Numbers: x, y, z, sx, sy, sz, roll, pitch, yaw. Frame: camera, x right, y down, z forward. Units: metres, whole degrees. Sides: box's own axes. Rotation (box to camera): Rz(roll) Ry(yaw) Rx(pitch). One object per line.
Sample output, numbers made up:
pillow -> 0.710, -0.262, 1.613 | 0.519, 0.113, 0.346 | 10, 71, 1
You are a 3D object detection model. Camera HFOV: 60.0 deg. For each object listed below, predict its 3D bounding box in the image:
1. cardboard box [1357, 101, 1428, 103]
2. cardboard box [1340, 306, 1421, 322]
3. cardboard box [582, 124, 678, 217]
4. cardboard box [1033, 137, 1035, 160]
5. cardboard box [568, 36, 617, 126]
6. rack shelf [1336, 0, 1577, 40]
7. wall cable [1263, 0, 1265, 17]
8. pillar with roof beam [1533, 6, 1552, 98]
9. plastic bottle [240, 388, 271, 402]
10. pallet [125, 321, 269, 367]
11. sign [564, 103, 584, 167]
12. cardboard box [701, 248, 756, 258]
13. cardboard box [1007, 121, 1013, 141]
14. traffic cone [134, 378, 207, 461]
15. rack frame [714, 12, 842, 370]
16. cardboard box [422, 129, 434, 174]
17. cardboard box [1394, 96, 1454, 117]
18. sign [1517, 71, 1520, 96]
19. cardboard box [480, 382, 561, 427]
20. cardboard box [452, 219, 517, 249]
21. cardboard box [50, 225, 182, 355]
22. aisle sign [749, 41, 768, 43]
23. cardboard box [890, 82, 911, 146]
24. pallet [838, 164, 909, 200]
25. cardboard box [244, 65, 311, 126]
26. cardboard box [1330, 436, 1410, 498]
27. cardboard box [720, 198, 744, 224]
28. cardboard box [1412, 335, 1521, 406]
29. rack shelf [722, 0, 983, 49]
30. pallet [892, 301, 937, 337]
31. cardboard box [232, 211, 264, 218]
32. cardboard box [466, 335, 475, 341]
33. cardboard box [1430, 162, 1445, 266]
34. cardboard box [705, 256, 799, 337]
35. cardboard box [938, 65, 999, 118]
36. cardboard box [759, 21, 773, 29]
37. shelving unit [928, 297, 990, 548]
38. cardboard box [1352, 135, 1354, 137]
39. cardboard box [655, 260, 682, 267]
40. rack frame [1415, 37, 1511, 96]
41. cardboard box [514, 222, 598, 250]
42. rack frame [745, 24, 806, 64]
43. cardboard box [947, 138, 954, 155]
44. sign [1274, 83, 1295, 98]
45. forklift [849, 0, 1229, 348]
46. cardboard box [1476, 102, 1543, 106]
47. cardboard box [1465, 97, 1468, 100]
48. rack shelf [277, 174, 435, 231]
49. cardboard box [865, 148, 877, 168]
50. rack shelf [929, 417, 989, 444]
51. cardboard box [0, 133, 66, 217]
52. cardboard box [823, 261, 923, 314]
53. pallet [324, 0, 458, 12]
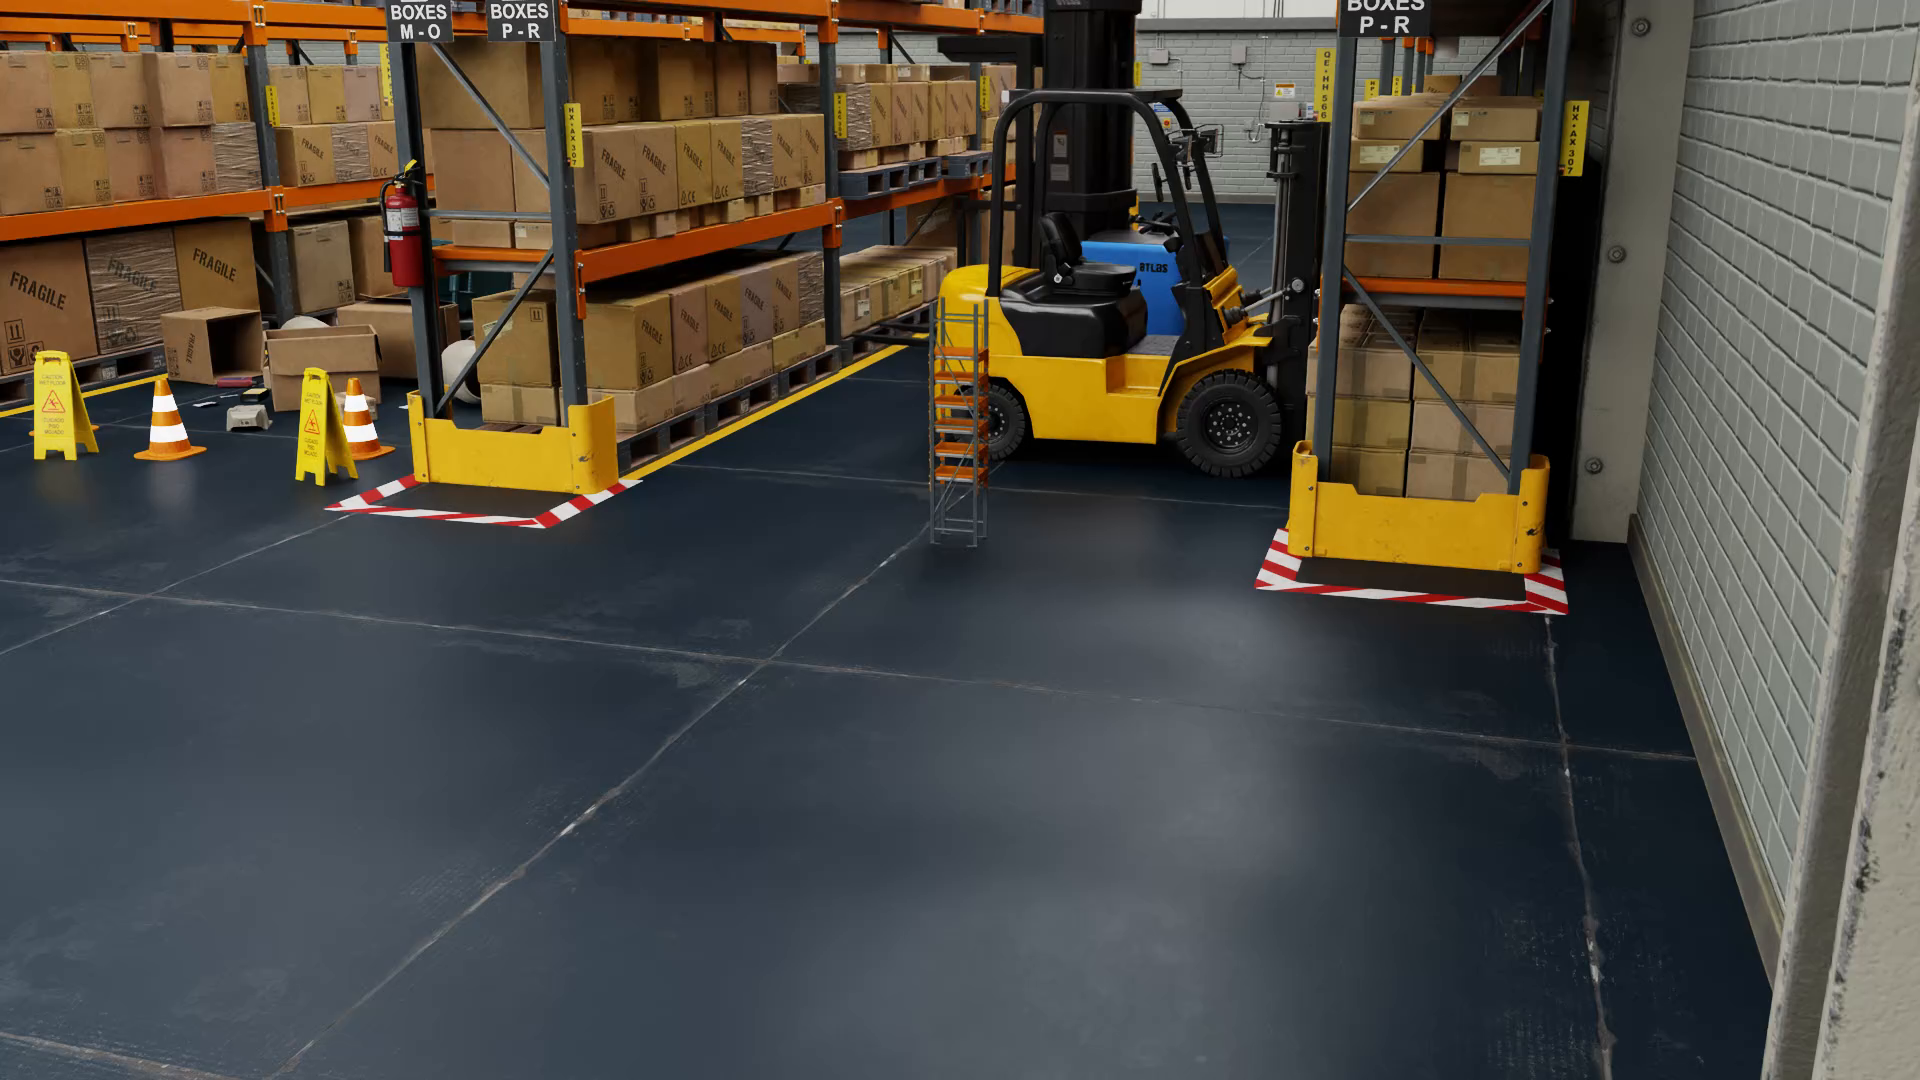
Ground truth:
cardboard box -> 2.366, -2.332, 9.136 | 0.380, 0.149, 0.250 | 5, 17, 17
cardboard box -> 2.305, -1.148, 9.318 | 0.500, 0.250, 0.500 | 5, 17, 17
cardboard box -> -2.015, -2.190, 9.825 | 0.500, 0.500, 0.500 | 5, 17, 18
cardboard box -> 0.514, -4.292, 18.238 | 0.500, 0.250, 0.500 | 5, 16, 16
cardboard box -> -2.473, -2.715, 9.844 | 0.700, 0.500, 0.500 | 5, 17, 16
rack shelf -> 2.768, -2.997, 9.219 | 1.077, 0.370, 4.000 | 5, 16, 16
wall cable -> 4.054, -10.284, 28.095 | 2.355, 3.000, 0.029 | 5, 16, 16
pillar with roof beam -> 2.545, -7.848, 19.509 | 9.100, 9.000, 0.400 | 5, 16, 16
plastic bottle -> -5.029, -1.040, 11.883 | 0.133, 0.061, 0.283 | -1, 16, -3
pallet -> -6.489, -1.630, 13.690 | 1.003, 0.211, 1.213 | 5, 16, 16
sign -> -2.040, -2.135, 8.773 | 0.100, 0.325, 0.005 | 5, 16, 16
cardboard box -> -1.850, -1.914, 12.474 | 0.500, 0.500, 0.500 | 5, 17, 19
cardboard box -> 0.242, -4.270, 17.247 | 0.500, 0.250, 0.500 | 5, 17, 17
traffic cone -> -4.835, -0.750, 10.125 | 0.336, 0.463, 0.334 | 5, 16, 16
rack frame -> -1.423, -2.807, 12.729 | 1.000, 3.000, 0.127 | 5, 16, 16
cardboard box -> -5.359, -3.725, 15.781 | 0.500, 0.500, 0.500 | 5, 17, 17
cardboard box -> 2.991, -2.789, 10.749 | 0.380, 0.149, 0.250 | 5, 17, 17
sign -> 6.143, -5.031, 18.448 | 0.100, 0.325, 0.005 | 5, 16, 16
cardboard box -> -2.581, -0.878, 10.199 | 0.500, 0.250, 0.500 | 5, 16, 16
cardboard box -> -2.659, -1.754, 9.477 | 0.380, 0.149, 0.250 | 5, 17, 18
cardboard box -> -6.696, -1.949, 12.828 | 0.875, 0.875, 0.875 | 5, 17, 16
aisle sign -> -3.055, -7.597, 24.852 | 0.394, 0.787, 0.004 | 5, 16, 16
cardboard box -> -0.720, -3.560, 13.886 | 0.500, 0.500, 0.500 | 5, 16, 16
pallet -> -1.067, -2.903, 13.420 | 1.003, 0.211, 1.213 | 5, 16, 16
cardboard box -> -6.062, -3.824, 14.299 | 0.700, 0.500, 0.500 | 4, 16, 15
cardboard box -> 2.031, -0.403, 8.523 | 0.500, 0.250, 0.500 | 5, 17, 16
cardboard box -> -1.648, -2.178, 10.970 | 0.380, 0.149, 0.250 | 5, 17, 16
cardboard box -> 2.518, -0.848, 8.259 | 0.500, 0.250, 0.500 | 4, 16, 15
rack shelf -> -0.855, -4.427, 14.263 | 1.077, 0.370, 4.000 | 5, 16, 16
pallet -> -0.859, -1.990, 14.957 | 1.003, 0.211, 1.213 | 5, 16, 16
cardboard box -> -9.311, -4.213, 20.811 | 1.225, 0.875, 0.875 | 5, 16, 16
cardboard box -> -3.713, -1.445, 12.937 | 0.258, 0.266, 0.396 | -7, 17, -23
cardboard box -> 2.245, -1.709, 8.674 | 0.500, 0.500, 0.500 | 5, 17, 18
cardboard box -> -1.477, -1.738, 11.856 | 0.500, 0.500, 0.500 | 5, 17, 17
cardboard box -> 0.088, -4.493, 16.656 | 0.500, 0.500, 0.500 | 4, 16, 14
cardboard box -> -2.955, -7.273, 23.251 | 0.500, 0.250, 0.500 | 5, 17, 18
shelving unit -> -0.004, -0.573, 8.152 | 0.258, 1.200, 0.189 | 5, 16, 16
cardboard box -> 2.074, -1.918, 8.224 | 0.380, 0.149, 0.250 | 5, 17, 17
cardboard box -> -2.161, -1.992, 11.563 | 0.380, 0.149, 0.250 | 6, 17, 19
rack frame -> 5.610, -4.516, 18.754 | 1.000, 3.000, 0.127 | 5, 16, 16
cardboard box -> -2.265, -1.713, 9.330 | 0.380, 0.149, 0.250 | 5, 16, 16
rack frame -> -2.788, -6.304, 25.058 | 1.000, 3.000, 0.127 | 5, 16, 16
cardboard box -> -0.269, -3.620, 15.287 | 0.380, 0.149, 0.250 | 4, 16, 13
sign -> 5.545, -7.678, 28.390 | 0.339, 0.242, 0.001 | 5, 16, 16
forklift -> 0.479, -2.737, 12.608 | 3.031, 2.935, 1.130 | 8, 18, 27
cardboard box -> 2.973, -2.283, 8.963 | 0.380, 0.149, 0.250 | 4, 16, 15
cardboard box -> 3.425, -2.757, 10.635 | 0.380, 0.149, 0.250 | 4, 16, 14
rack shelf -> -5.630, -3.342, 15.932 | 1.077, 0.370, 4.000 | 5, 16, 16
cardboard box -> -0.884, -3.073, 13.357 | 0.380, 0.149, 0.250 | 5, 17, 17
rack shelf -> -0.004, -0.531, 8.164 | 0.258, 0.103, 0.180 | 5, 16, 16
cardboard box -> -6.858, -2.573, 11.629 | 0.875, 0.550, 0.550 | 5, 16, 16
cardboard box -> -0.880, -2.253, 14.821 | 0.950, 0.372, 0.625 | 5, 17, 18
pallet -> -5.508, -5.098, 15.654 | 1.003, 0.211, 1.213 | 5, 17, 18
